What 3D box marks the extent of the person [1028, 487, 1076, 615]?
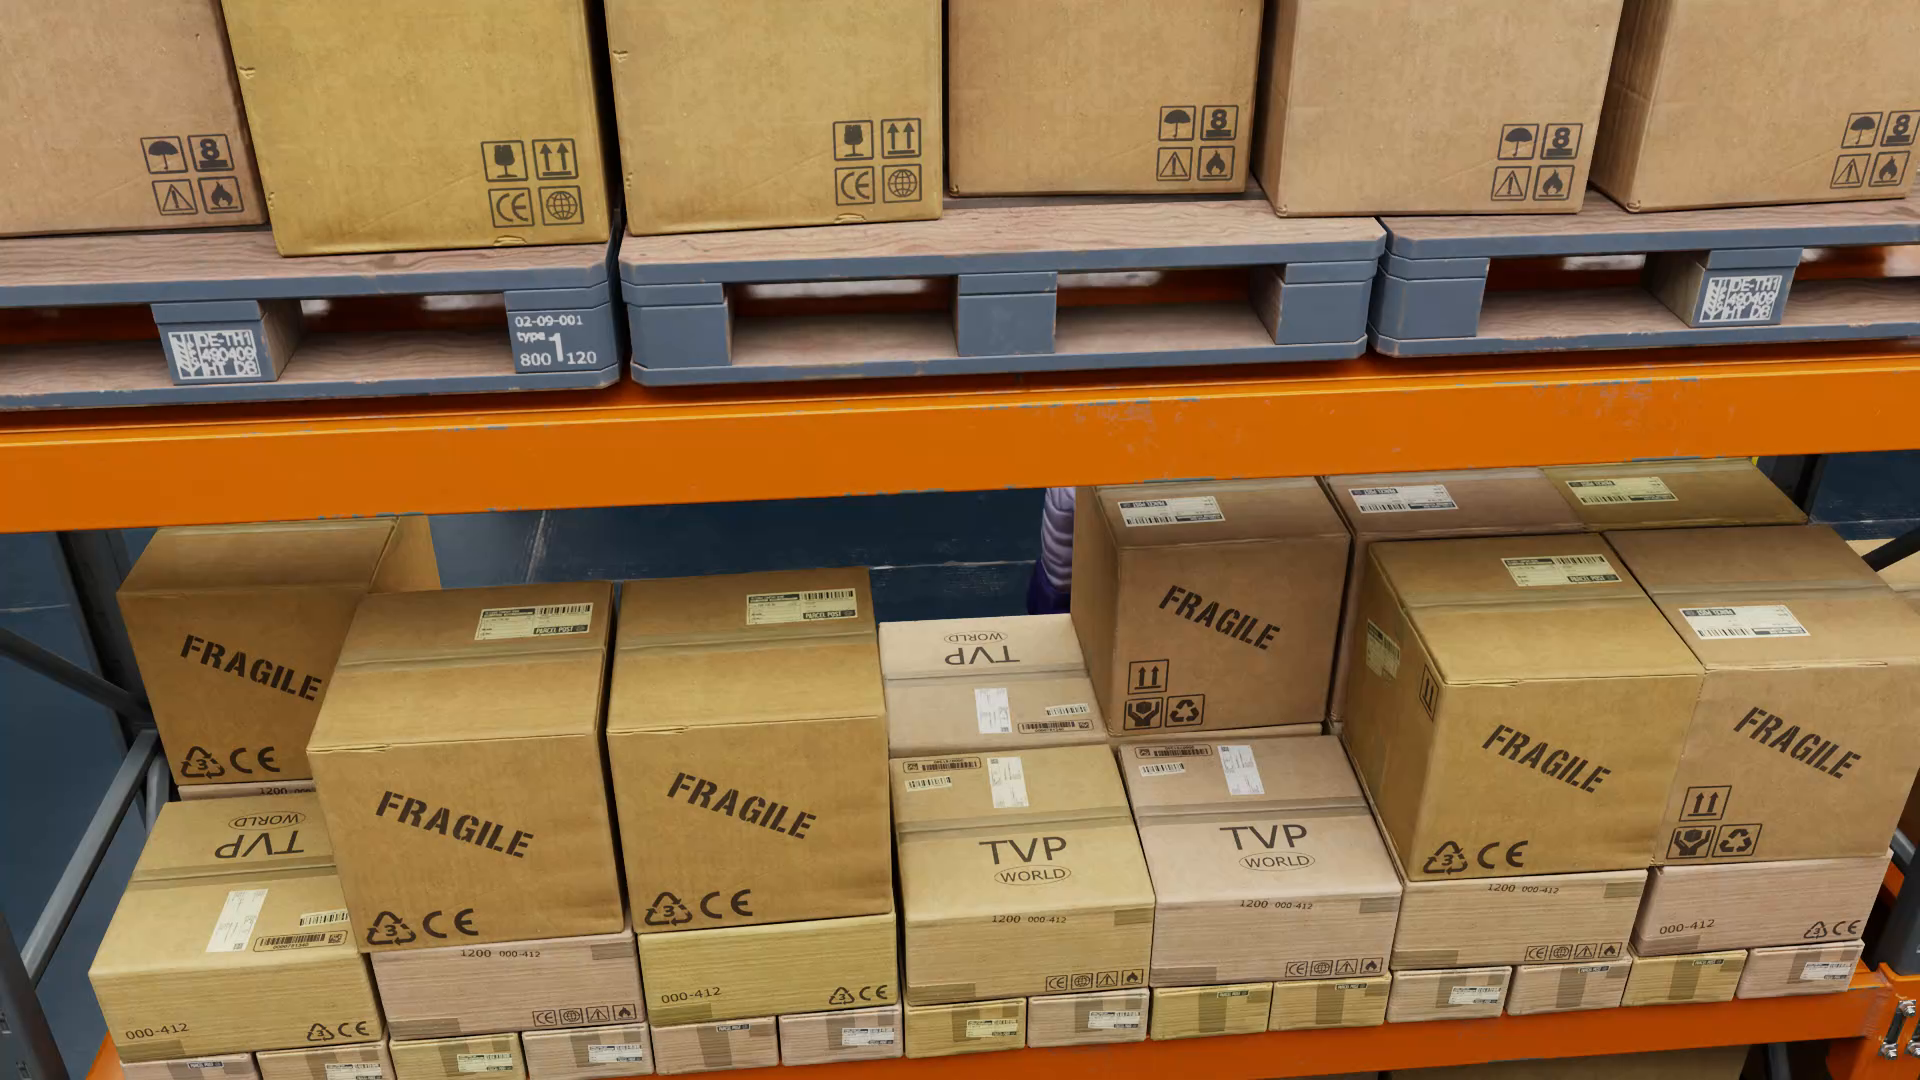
[{"bbox_3d":[0.431,0.258,5.721,0.374,1.647,0.537,-3,31,-5],"label":"person"}]
